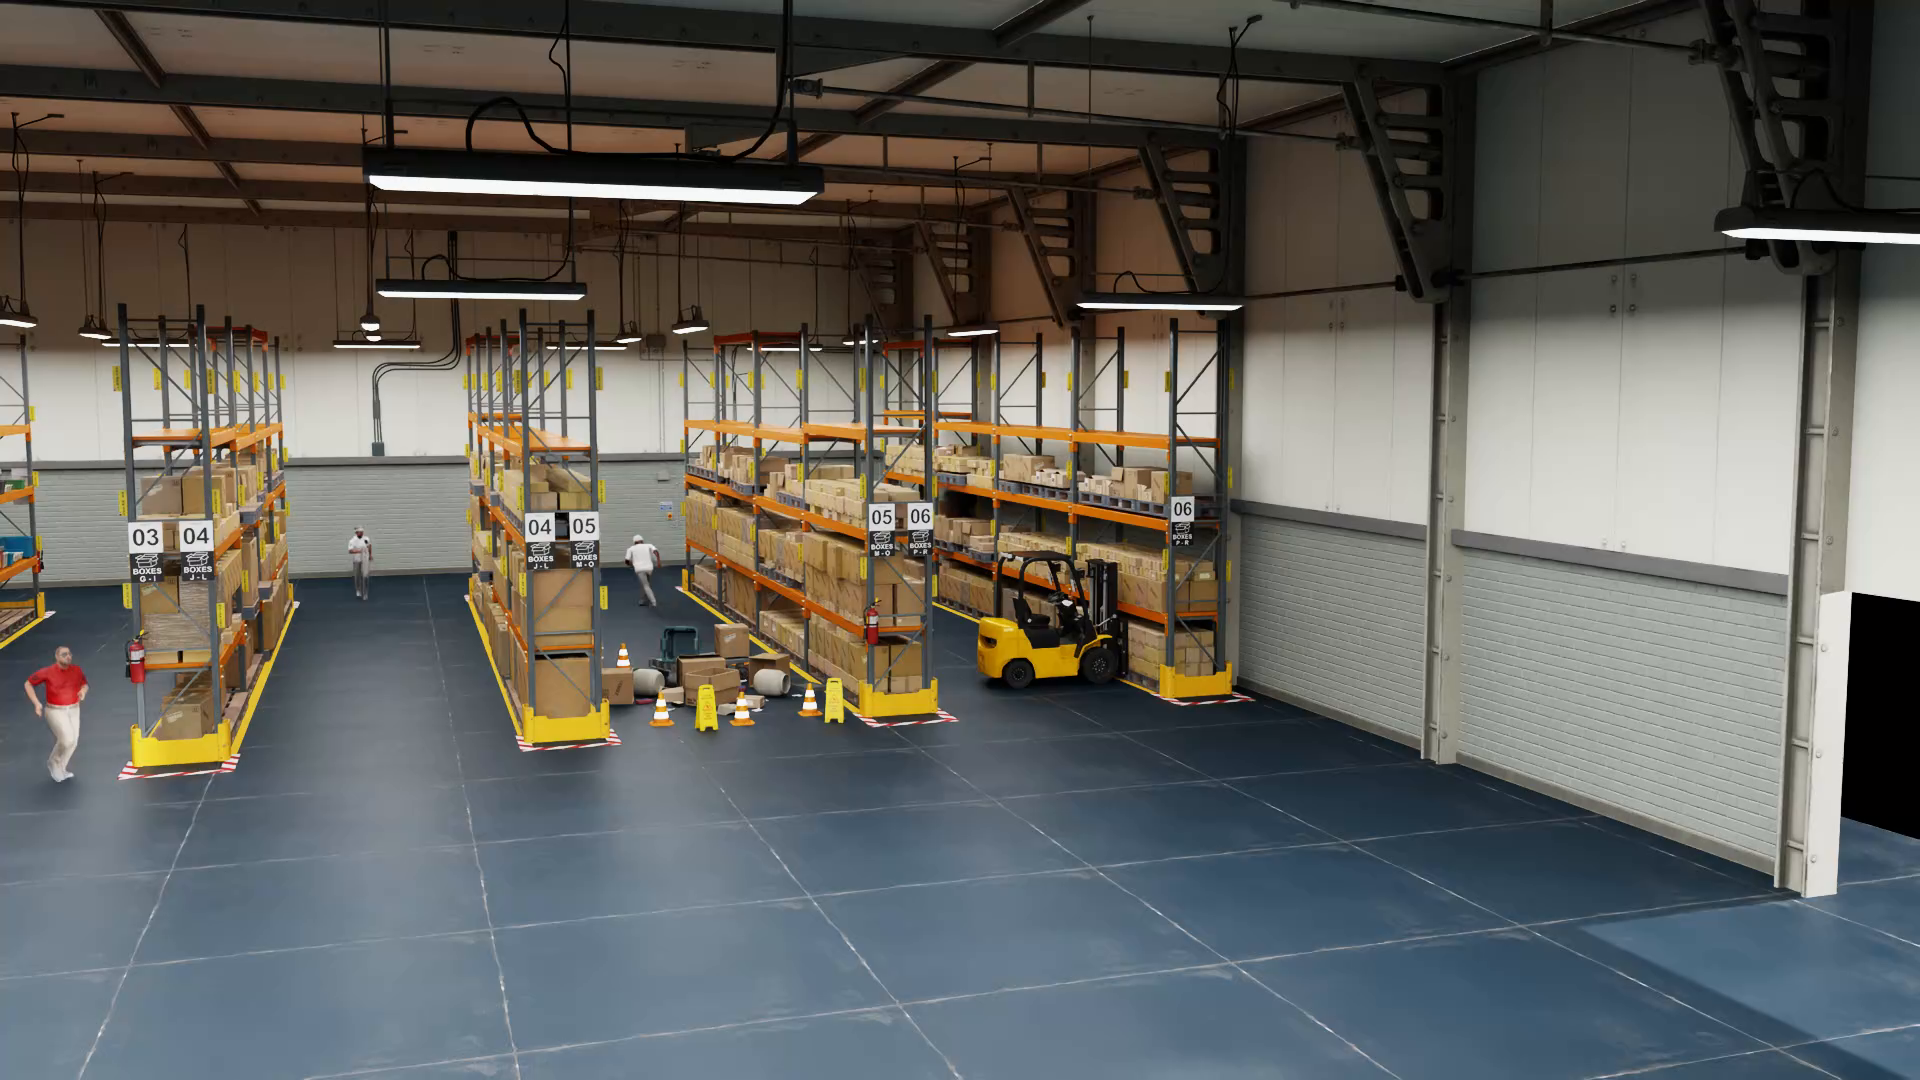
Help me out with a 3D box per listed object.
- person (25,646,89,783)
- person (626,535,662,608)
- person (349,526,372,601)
[{"bbox_3d":[-11.213,2.186,20.844,0.641,1.710,0.659,3,6,27],"label":"person"},{"bbox_3d":[-6.959,0.708,36.690,0.715,1.593,1.082,-3,6,-27],"label":"person"},{"bbox_3d":[-13.811,0.528,38.328,0.524,1.748,0.848,-2,6,-23],"label":"person"}]
